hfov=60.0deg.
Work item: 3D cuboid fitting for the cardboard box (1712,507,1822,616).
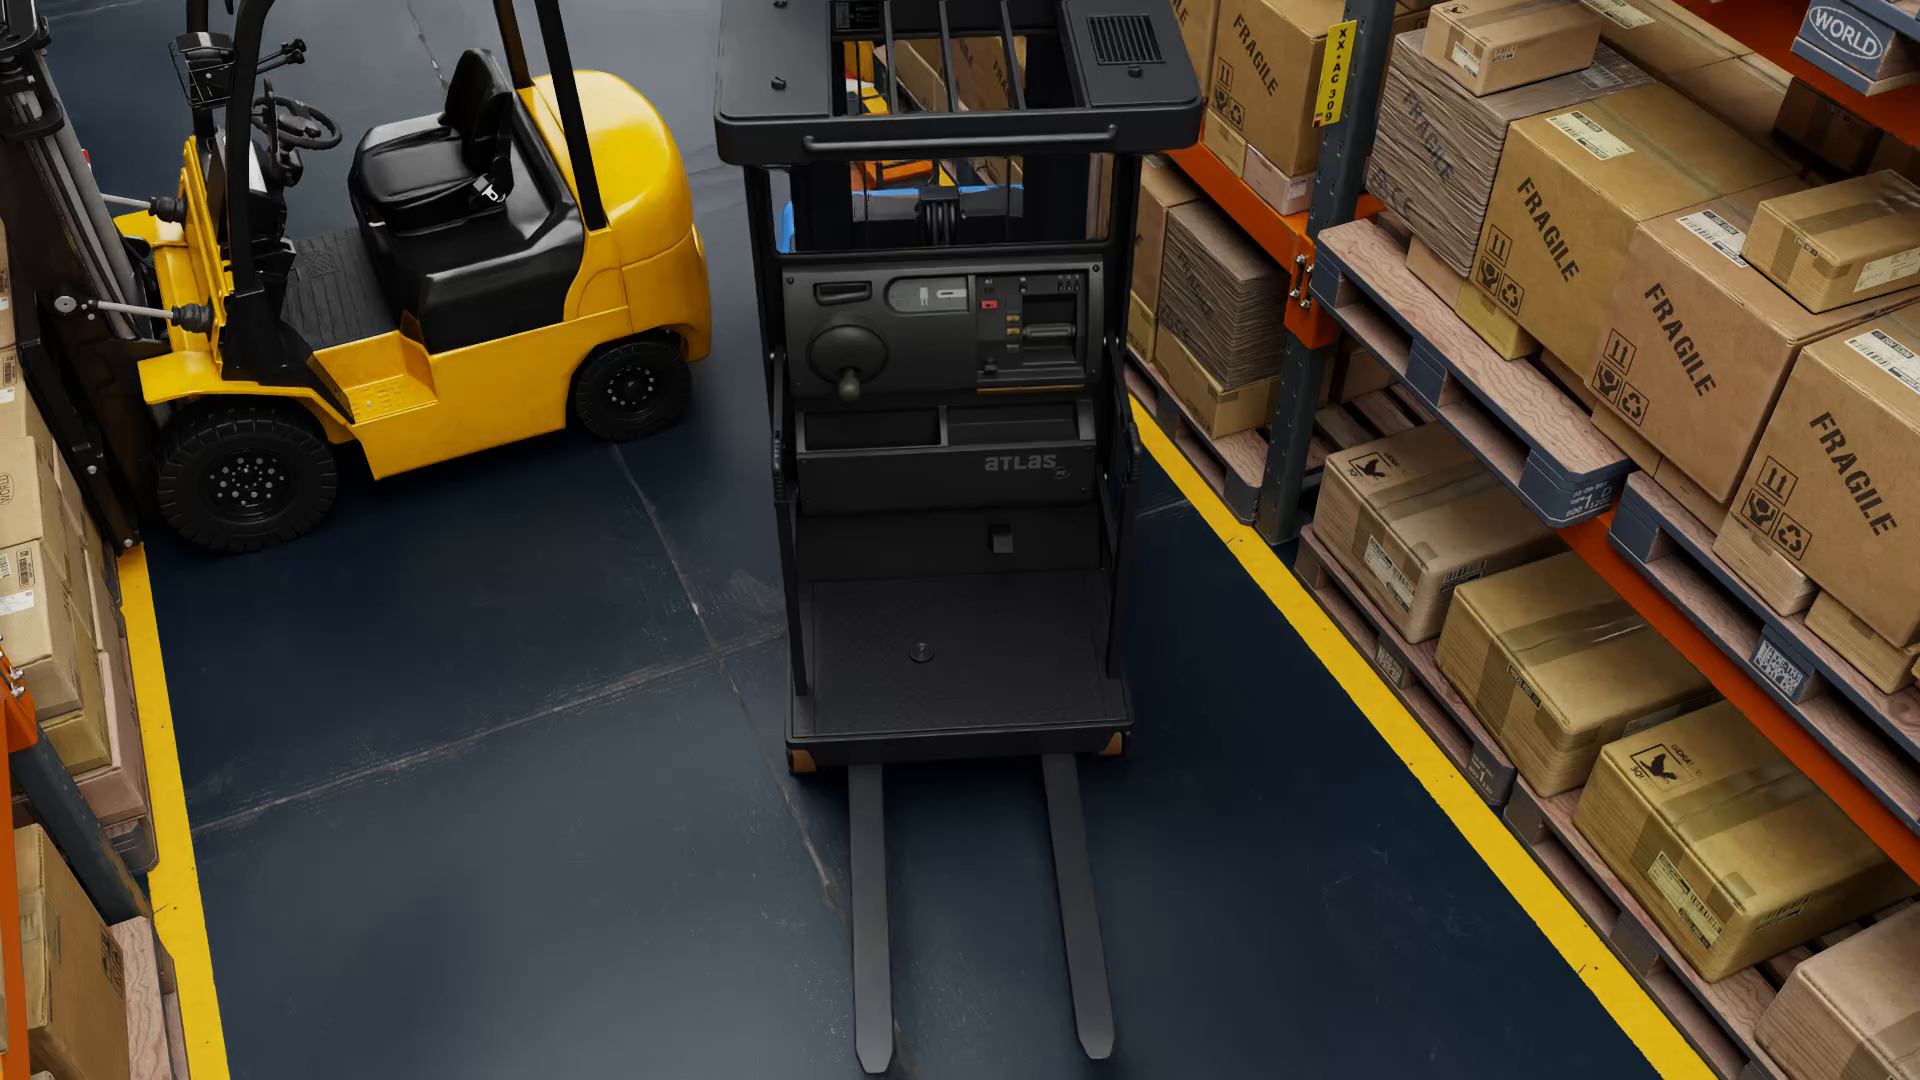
[{"bbox_3d":[2.060,0.001,3.993,0.380,0.149,0.250,-16,47,-16],"label":"cardboard box"}]

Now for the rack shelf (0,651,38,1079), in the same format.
[{"bbox_3d":[-2.070,1.776,2.827,1.077,0.370,4.000,-18,47,-17],"label":"rack shelf"}]

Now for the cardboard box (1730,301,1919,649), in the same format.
[{"bbox_3d":[2.161,-0.168,3.703,0.500,0.500,0.500,-20,48,-19],"label":"cardboard box"}]

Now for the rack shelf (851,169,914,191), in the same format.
[{"bbox_3d":[-0.282,-1.281,6.471,0.258,0.148,0.480,-16,47,-16],"label":"rack shelf"}]

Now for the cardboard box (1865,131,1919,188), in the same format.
[{"bbox_3d":[2.428,-0.914,3.997,0.380,0.149,0.250,-20,48,-19],"label":"cardboard box"}]

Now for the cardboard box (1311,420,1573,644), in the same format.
[{"bbox_3d":[1.814,-0.104,5.791,0.950,0.372,0.625,-17,47,-17],"label":"cardboard box"}]

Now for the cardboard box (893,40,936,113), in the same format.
[{"bbox_3d":[-0.002,-2.347,8.152,0.500,0.250,0.500,-18,48,-18],"label":"cardboard box"}]

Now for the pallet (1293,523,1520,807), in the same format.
[{"bbox_3d":[1.920,0.265,5.831,1.003,0.211,1.213,-18,47,-17],"label":"pallet"}]

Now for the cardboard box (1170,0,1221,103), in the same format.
[{"bbox_3d":[0.956,-1.900,5.757,0.500,0.500,0.500,-17,47,-16],"label":"cardboard box"}]

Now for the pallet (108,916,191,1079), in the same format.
[{"bbox_3d":[-2.566,1.696,4.381,1.003,0.211,1.213,-18,47,-17],"label":"pallet"}]

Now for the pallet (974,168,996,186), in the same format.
[{"bbox_3d":[0.760,-1.427,7.546,1.003,0.211,1.213,-18,47,-17],"label":"pallet"}]

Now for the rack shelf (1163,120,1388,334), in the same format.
[{"bbox_3d":[0.750,-2.242,6.898,1.077,0.370,4.000,-18,47,-17],"label":"rack shelf"}]

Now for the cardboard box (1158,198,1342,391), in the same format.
[{"bbox_3d":[1.099,-0.959,6.211,0.500,0.500,0.500,-19,48,-18],"label":"cardboard box"}]

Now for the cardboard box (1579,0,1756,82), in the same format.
[{"bbox_3d":[1.994,-1.287,4.837,0.500,0.500,0.500,-19,48,-18],"label":"cardboard box"}]

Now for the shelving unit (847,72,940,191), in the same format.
[{"bbox_3d":[-0.282,-1.170,6.581,0.258,1.200,0.503,-16,47,-16],"label":"shelving unit"}]

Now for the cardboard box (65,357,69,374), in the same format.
[{"bbox_3d":[-3.667,-0.789,6.217,0.500,0.250,0.500,-19,48,-18],"label":"cardboard box"}]

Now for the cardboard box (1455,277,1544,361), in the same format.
[{"bbox_3d":[1.634,-0.676,4.679,0.380,0.149,0.250,-17,47,-17],"label":"cardboard box"}]

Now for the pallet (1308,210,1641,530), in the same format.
[{"bbox_3d":[1.781,-0.625,4.884,1.003,0.211,1.213,-18,47,-17],"label":"pallet"}]

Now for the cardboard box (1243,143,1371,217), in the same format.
[{"bbox_3d":[1.180,-1.249,5.559,0.380,0.149,0.250,-18,48,-18],"label":"cardboard box"}]

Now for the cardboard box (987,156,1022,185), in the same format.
[{"bbox_3d":[0.446,-1.676,7.471,0.500,0.250,0.500,-15,47,-15],"label":"cardboard box"}]

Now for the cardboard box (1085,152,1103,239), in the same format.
[{"bbox_3d":[0.668,-1.607,6.868,0.500,0.500,0.500,-16,47,-15],"label":"cardboard box"}]

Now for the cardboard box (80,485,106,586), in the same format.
[{"bbox_3d":[-3.271,0.026,5.746,0.500,0.250,0.500,-17,47,-17],"label":"cardboard box"}]

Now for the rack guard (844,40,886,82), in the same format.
[{"bbox_3d":[-0.059,-2.834,8.766,1.175,0.500,0.348,-18,47,-17],"label":"rack guard"}]

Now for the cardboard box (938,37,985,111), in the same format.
[{"bbox_3d":[0.232,-2.267,7.537,0.500,0.500,0.500,-20,48,-19],"label":"cardboard box"}]

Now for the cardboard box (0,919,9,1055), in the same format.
[{"bbox_3d":[-2.245,0.861,3.348,0.500,0.250,0.500,-18,47,-18],"label":"cardboard box"}]

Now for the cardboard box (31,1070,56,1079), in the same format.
[{"bbox_3d":[-2.362,1.767,3.715,0.875,0.625,0.625,-18,48,-18],"label":"cardboard box"}]

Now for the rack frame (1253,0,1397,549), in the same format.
[{"bbox_3d":[1.591,-1.223,5.354,1.000,3.000,0.127,-18,47,-17],"label":"rack frame"}]

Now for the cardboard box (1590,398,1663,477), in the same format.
[{"bbox_3d":[1.893,-0.342,4.340,0.380,0.149,0.250,-17,47,-17],"label":"cardboard box"}]

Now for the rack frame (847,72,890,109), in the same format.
[{"bbox_3d":[-0.374,-1.328,6.742,0.240,1.200,0.015,-16,47,-16],"label":"rack frame"}]

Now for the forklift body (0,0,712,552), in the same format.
[{"bbox_3d":[-2.140,-1.332,6.069,2.313,2.155,1.214,-18,47,-17],"label":"forklift body"}]

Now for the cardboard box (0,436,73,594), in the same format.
[{"bbox_3d":[-3.035,-0.011,5.073,0.500,0.250,0.500,-18,47,-17],"label":"cardboard box"}]

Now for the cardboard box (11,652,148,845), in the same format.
[{"bbox_3d":[-2.814,0.668,5.096,0.500,0.250,0.500,-18,47,-17],"label":"cardboard box"}]

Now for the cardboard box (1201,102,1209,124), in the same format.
[{"bbox_3d":[1.030,-1.595,5.909,0.380,0.149,0.250,-18,47,-17],"label":"cardboard box"}]

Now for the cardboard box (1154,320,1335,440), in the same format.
[{"bbox_3d":[1.099,-0.691,6.474,0.500,0.250,0.500,-16,47,-16],"label":"cardboard box"}]

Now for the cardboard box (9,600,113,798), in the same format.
[{"bbox_3d":[-2.834,0.497,4.913,0.500,0.250,0.500,-18,47,-18],"label":"cardboard box"}]

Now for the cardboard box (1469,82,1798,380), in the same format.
[{"bbox_3d":[1.739,-0.812,4.355,0.500,0.500,0.500,-18,47,-17],"label":"cardboard box"}]

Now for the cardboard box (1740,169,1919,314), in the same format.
[{"bbox_3d":[2.018,-0.679,3.759,0.380,0.149,0.250,-16,47,-15],"label":"cardboard box"}]

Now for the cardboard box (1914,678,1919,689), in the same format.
[{"bbox_3d":[2.379,0.298,3.692,0.380,0.149,0.250,-18,47,-17],"label":"cardboard box"}]

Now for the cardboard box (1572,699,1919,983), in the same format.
[{"bbox_3d":[2.413,0.796,4.880,0.950,0.372,0.625,-17,47,-16],"label":"cardboard box"}]

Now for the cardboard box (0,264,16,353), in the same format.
[{"bbox_3d":[-3.469,-0.662,5.732,0.500,0.250,0.500,-19,48,-18],"label":"cardboard box"}]

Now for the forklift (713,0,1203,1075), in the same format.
[{"bbox_3d":[-0.028,-0.524,4.695,1.130,2.935,3.031,-3,45,-3],"label":"forklift"}]

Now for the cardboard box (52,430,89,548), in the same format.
[{"bbox_3d":[-3.249,-0.147,5.566,0.500,0.250,0.500,-18,48,-18],"label":"cardboard box"}]

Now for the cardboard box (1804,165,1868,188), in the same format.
[{"bbox_3d":[2.415,-0.641,4.182,0.500,0.500,0.500,-17,47,-16],"label":"cardboard box"}]

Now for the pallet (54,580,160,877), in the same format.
[{"bbox_3d":[-3.207,0.718,5.371,1.003,0.211,1.213,-18,47,-17],"label":"pallet"}]
